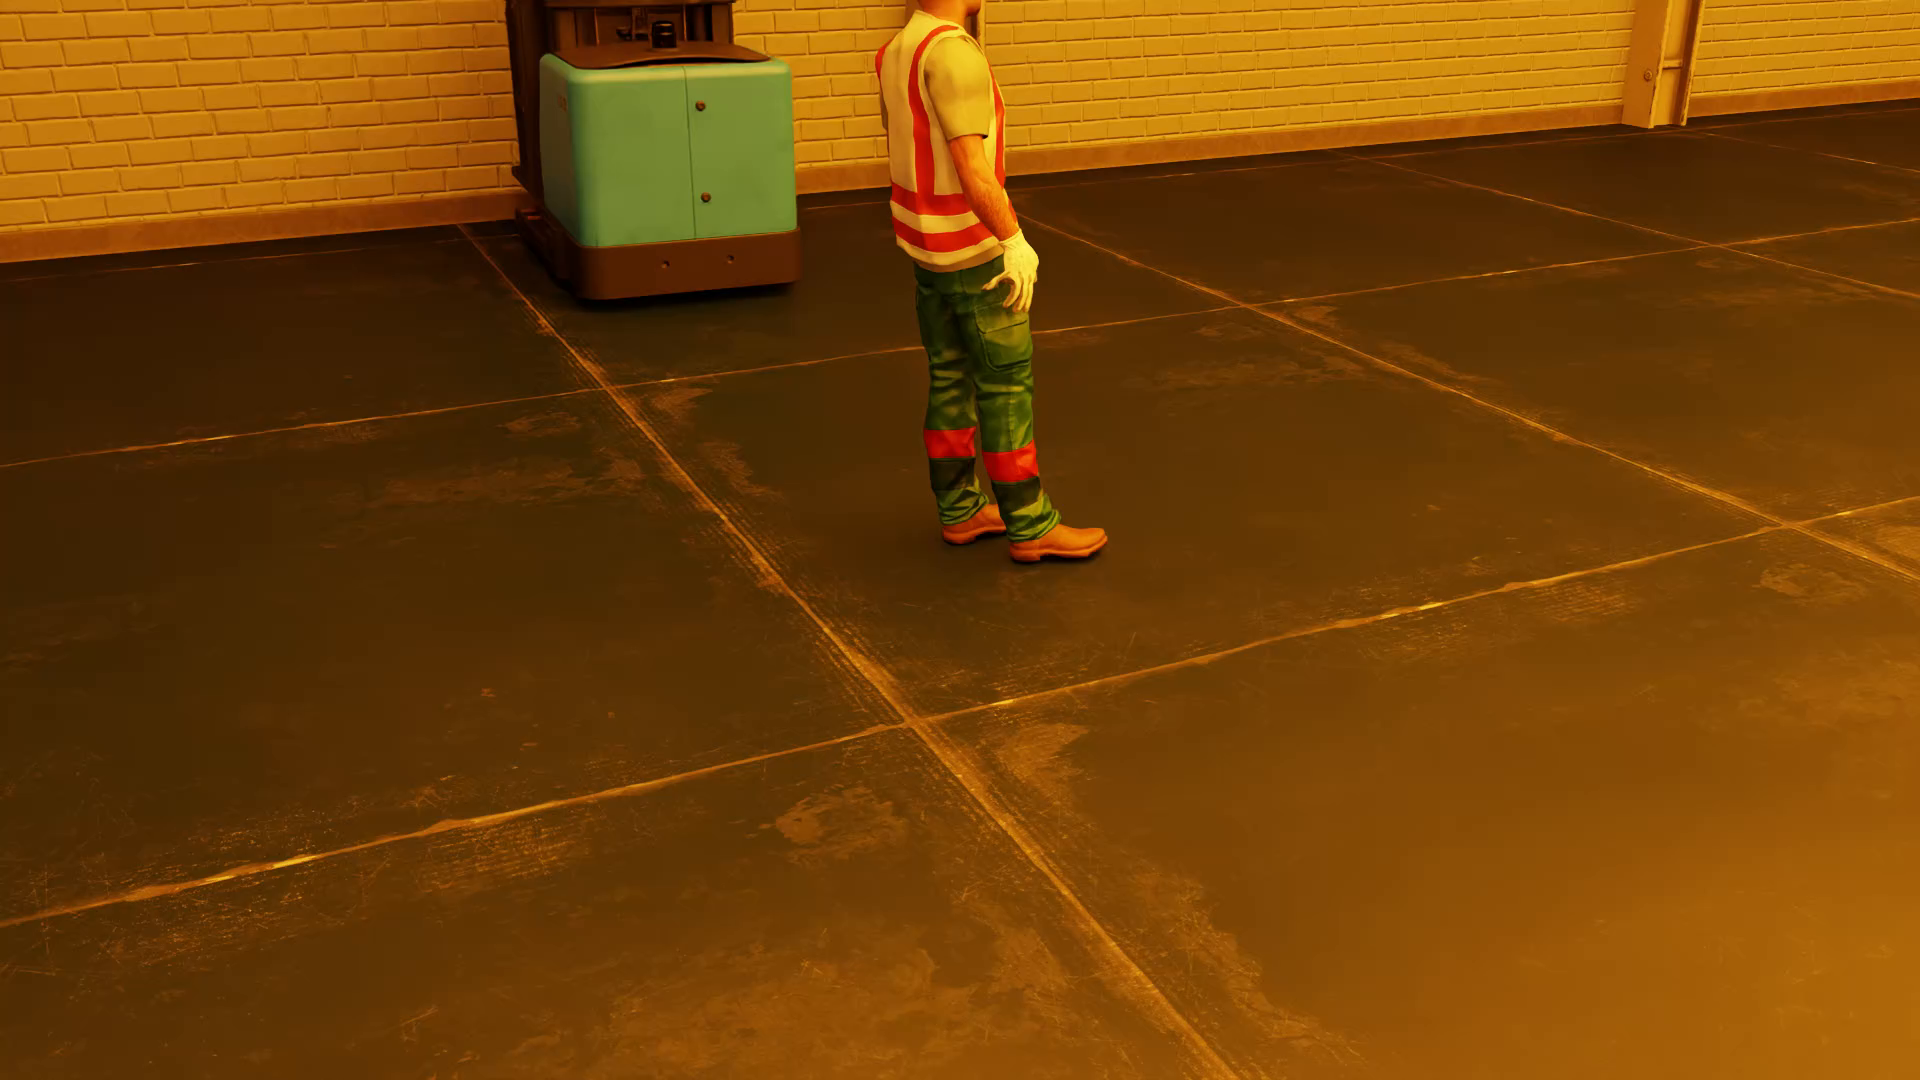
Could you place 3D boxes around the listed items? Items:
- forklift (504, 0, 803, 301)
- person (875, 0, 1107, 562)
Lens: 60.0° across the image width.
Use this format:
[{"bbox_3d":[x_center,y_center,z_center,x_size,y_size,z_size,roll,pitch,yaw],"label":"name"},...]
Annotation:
[{"bbox_3d":[-1.776,-2.975,8.448,1.130,2.935,3.031,-9,24,-20],"label":"forklift"},{"bbox_3d":[0.078,-0.842,4.782,0.562,1.790,0.637,-10,25,-23],"label":"person"}]
